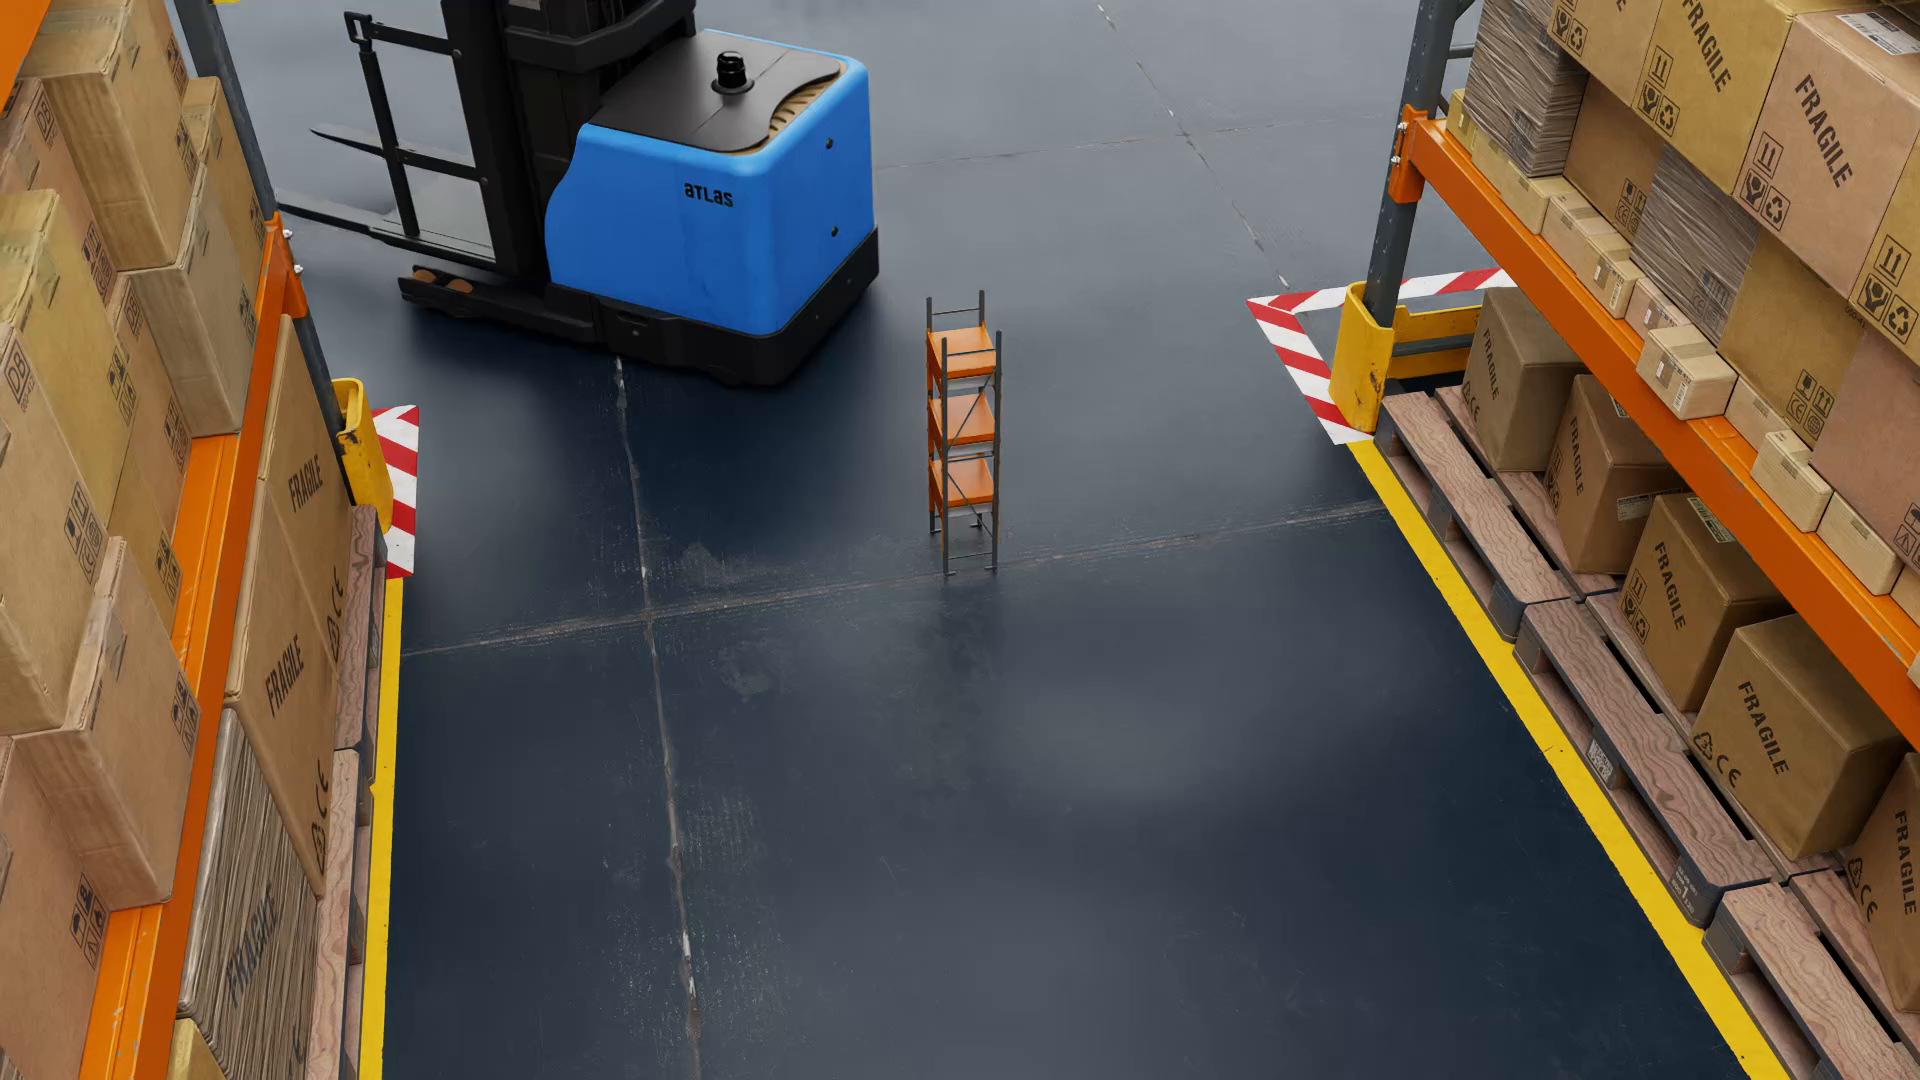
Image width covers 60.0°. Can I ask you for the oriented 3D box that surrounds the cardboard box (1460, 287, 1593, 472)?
[{"bbox_3d":[2.236,-0.608,6.242,0.500,0.500,0.500,-1,42,-1],"label":"cardboard box"}]

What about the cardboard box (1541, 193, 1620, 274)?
[{"bbox_3d":[2.095,-0.992,5.297,0.380,0.149,0.250,-8,42,-9],"label":"cardboard box"}]

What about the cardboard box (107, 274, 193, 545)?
[{"bbox_3d":[-2.485,-0.235,4.142,0.875,0.550,0.550,-8,42,-9],"label":"cardboard box"}]

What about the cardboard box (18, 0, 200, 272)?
[{"bbox_3d":[-2.496,-1.018,4.211,0.875,0.550,0.550,-8,42,-9],"label":"cardboard box"}]

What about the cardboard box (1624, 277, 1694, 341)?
[{"bbox_3d":[2.223,-0.670,4.935,0.380,0.149,0.250,-8,42,-9],"label":"cardboard box"}]

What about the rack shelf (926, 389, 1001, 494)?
[{"bbox_3d":[0.012,-0.350,5.869,0.215,0.259,0.240,-8,42,-9],"label":"rack shelf"}]

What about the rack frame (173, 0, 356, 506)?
[{"bbox_3d":[-2.747,-1.147,5.283,1.000,3.000,0.127,-8,42,-9],"label":"rack frame"}]

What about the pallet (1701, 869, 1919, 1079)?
[{"bbox_3d":[2.802,1.413,4.499,1.003,0.211,1.213,-8,42,-9],"label":"pallet"}]

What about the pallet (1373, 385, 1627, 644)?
[{"bbox_3d":[2.275,-0.169,6.281,1.003,0.211,1.213,-8,42,-9],"label":"pallet"}]

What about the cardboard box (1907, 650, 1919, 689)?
[{"bbox_3d":[2.445,0.317,3.823,0.380,0.149,0.250,-8,42,-9],"label":"cardboard box"}]

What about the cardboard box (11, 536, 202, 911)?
[{"bbox_3d":[-2.118,0.432,3.391,0.875,0.550,0.550,-8,42,-9],"label":"cardboard box"}]

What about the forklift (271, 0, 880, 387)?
[{"bbox_3d":[-1.927,-2.380,6.724,3.031,2.935,1.130,16,44,18],"label":"forklift"}]

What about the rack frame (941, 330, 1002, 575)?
[{"bbox_3d":[0.038,-0.279,5.773,0.200,1.050,0.008,-8,42,-9],"label":"rack frame"}]

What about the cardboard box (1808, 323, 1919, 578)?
[{"bbox_3d":[2.665,-0.288,4.015,0.875,0.500,0.500,-8,42,-9],"label":"cardboard box"}]

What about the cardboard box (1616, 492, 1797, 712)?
[{"bbox_3d":[2.515,0.183,5.350,0.500,0.500,0.500,-5,42,-5],"label":"cardboard box"}]

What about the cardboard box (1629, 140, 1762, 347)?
[{"bbox_3d":[2.500,-0.944,4.754,0.875,0.500,0.500,-8,42,-9],"label":"cardboard box"}]

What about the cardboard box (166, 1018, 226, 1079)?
[{"bbox_3d":[-1.951,1.665,3.399,0.875,0.875,0.875,-8,42,-9],"label":"cardboard box"}]

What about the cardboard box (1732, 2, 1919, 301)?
[{"bbox_3d":[2.295,-0.947,4.005,0.500,0.500,0.500,-8,42,-9],"label":"cardboard box"}]

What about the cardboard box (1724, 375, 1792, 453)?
[{"bbox_3d":[2.359,-0.350,4.575,0.380,0.149,0.250,-8,42,-9],"label":"cardboard box"}]

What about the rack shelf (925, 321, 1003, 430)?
[{"bbox_3d":[0.012,-0.562,5.681,0.215,0.259,0.240,-8,42,-9],"label":"rack shelf"}]

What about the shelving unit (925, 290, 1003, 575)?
[{"bbox_3d":[0.012,-0.358,5.862,0.215,1.050,0.252,-8,42,-9],"label":"shelving unit"}]

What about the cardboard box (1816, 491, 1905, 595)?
[{"bbox_3d":[2.426,-0.020,4.203,0.380,0.149,0.250,-8,42,-9],"label":"cardboard box"}]

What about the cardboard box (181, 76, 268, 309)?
[{"bbox_3d":[-2.623,-0.969,4.970,0.875,0.550,0.550,-8,42,-9],"label":"cardboard box"}]

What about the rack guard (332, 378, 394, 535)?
[{"bbox_3d":[-2.752,-0.228,6.130,1.175,0.500,0.348,-8,42,-9],"label":"rack guard"}]

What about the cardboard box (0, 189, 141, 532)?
[{"bbox_3d":[-2.266,-0.311,3.414,0.875,0.550,0.500,-8,42,-9],"label":"cardboard box"}]

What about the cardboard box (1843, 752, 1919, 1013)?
[{"bbox_3d":[2.803,0.943,4.495,0.500,0.500,0.500,4,42,4],"label":"cardboard box"}]

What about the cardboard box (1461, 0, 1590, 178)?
[{"bbox_3d":[2.210,-1.581,5.472,0.875,0.500,0.500,-8,42,-9],"label":"cardboard box"}]

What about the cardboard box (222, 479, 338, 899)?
[{"bbox_3d":[-2.344,0.490,4.722,0.875,0.875,0.875,-9,42,-10],"label":"cardboard box"}]

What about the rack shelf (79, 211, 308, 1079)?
[{"bbox_3d":[-2.315,0.418,4.061,1.077,0.370,4.000,-8,42,-9],"label":"rack shelf"}]

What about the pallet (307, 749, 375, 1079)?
[{"bbox_3d":[-2.238,1.192,4.748,1.003,0.211,1.213,-8,42,-9],"label":"pallet"}]

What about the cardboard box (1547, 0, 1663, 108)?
[{"bbox_3d":[2.071,-1.594,4.734,0.500,0.500,0.500,-8,42,-9],"label":"cardboard box"}]

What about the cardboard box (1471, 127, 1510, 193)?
[{"bbox_3d":[1.982,-1.315,5.661,0.380,0.149,0.250,-8,42,-9],"label":"cardboard box"}]
